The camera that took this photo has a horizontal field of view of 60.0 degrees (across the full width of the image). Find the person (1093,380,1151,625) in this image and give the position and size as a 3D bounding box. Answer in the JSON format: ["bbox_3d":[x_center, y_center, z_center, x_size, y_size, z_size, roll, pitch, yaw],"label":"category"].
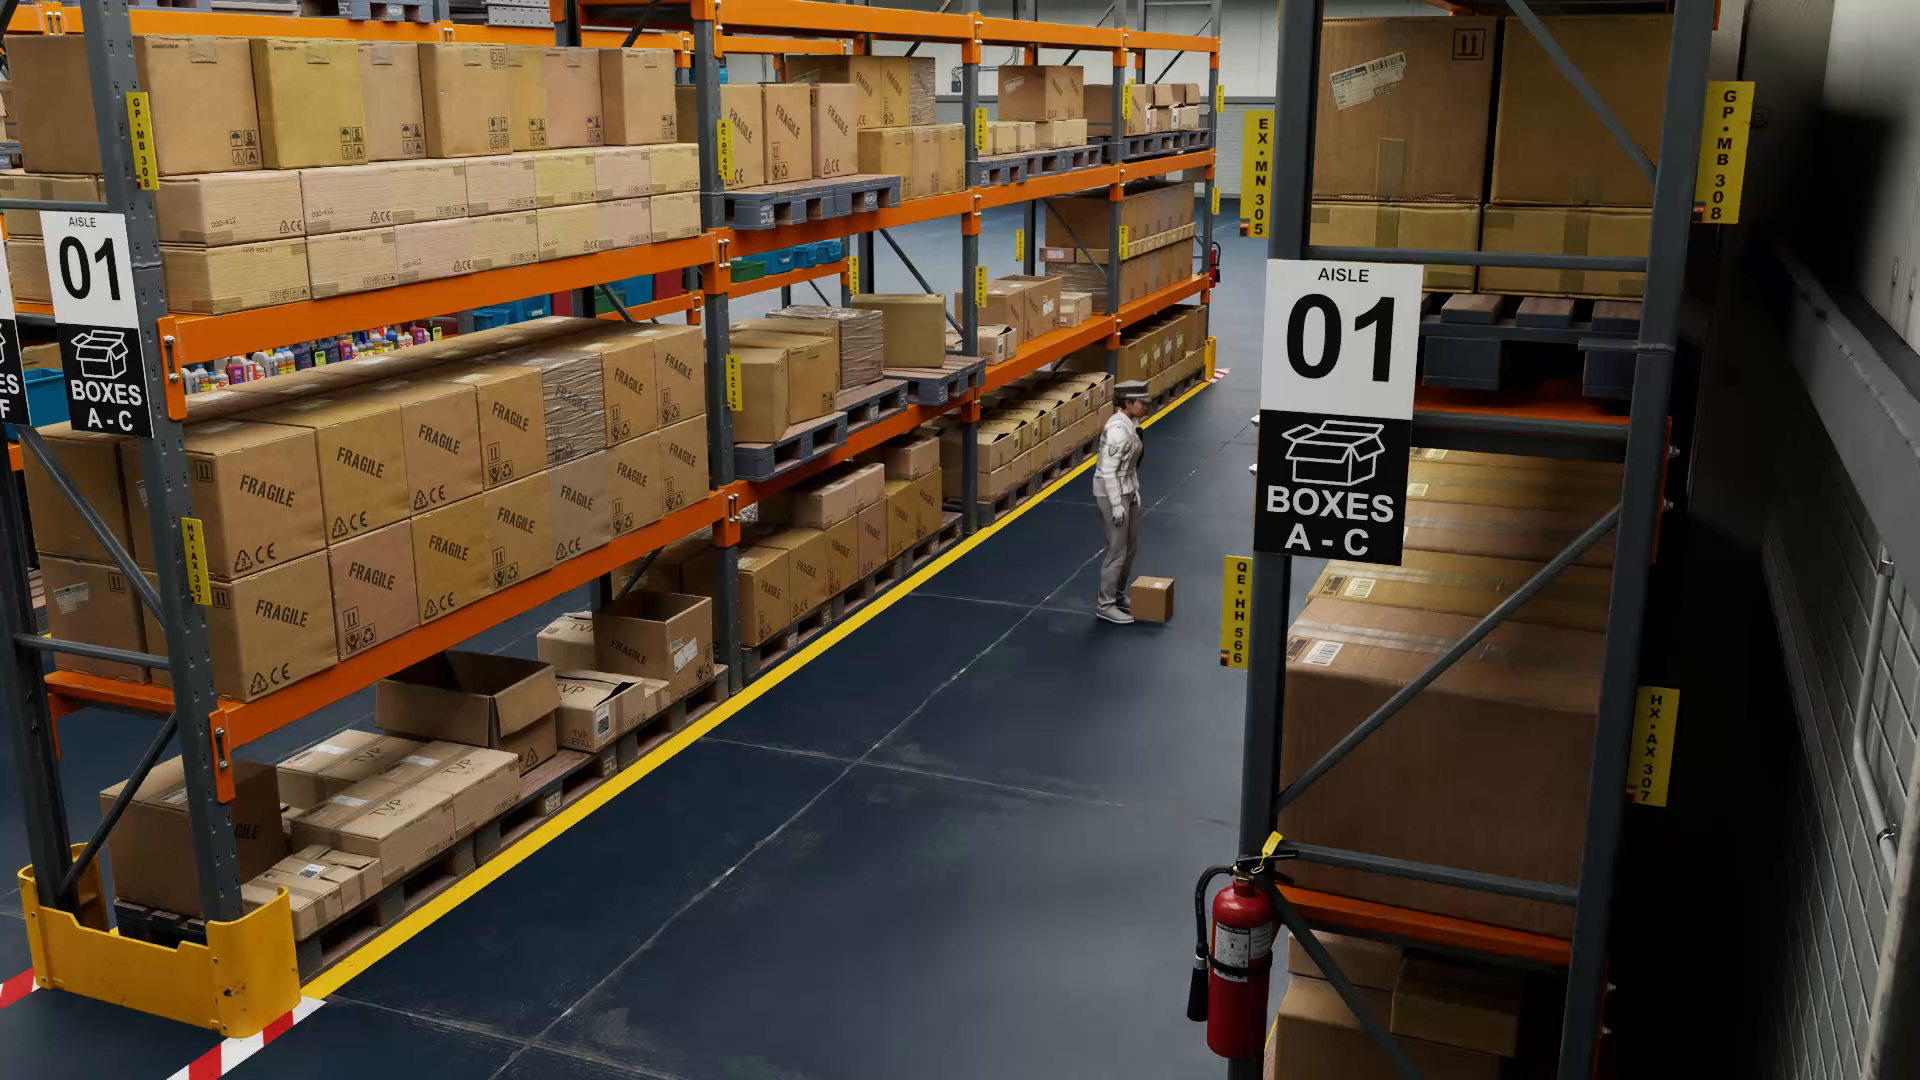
[{"bbox_3d":[1.120,-0.285,11.541,0.371,1.664,0.529,6,17,21],"label":"person"}]
